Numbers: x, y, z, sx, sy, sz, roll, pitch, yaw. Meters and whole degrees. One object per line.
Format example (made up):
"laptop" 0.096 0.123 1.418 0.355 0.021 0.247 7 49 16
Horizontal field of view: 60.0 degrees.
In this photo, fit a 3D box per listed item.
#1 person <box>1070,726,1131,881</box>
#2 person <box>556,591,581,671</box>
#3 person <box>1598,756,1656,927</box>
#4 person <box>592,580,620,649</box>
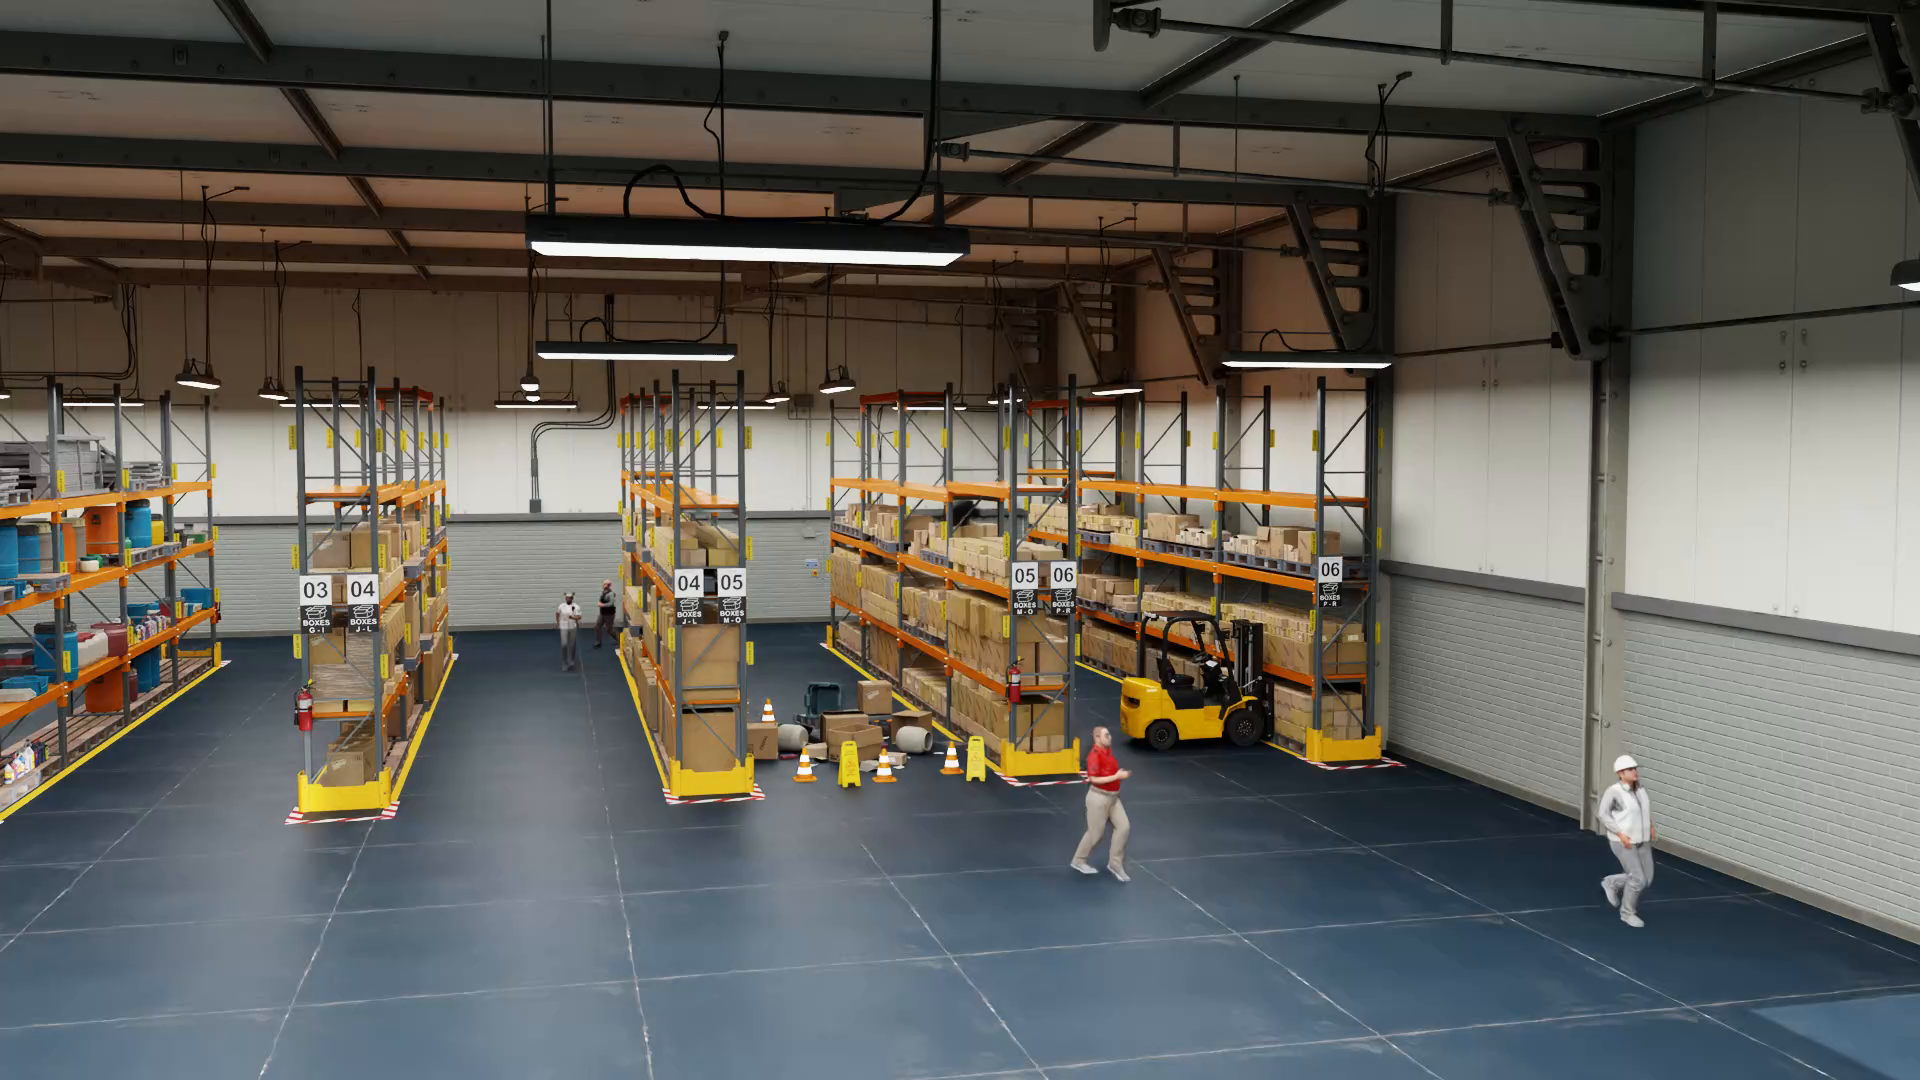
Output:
"person" 1.633 3.018 18.953 0.748 1.794 0.640 2 4 30
"person" -8.576 1.983 36.451 0.546 1.757 0.772 -1 4 -15
"person" 6.931 3.108 17.334 0.660 1.746 0.578 -2 4 -28
"person" -8.412 1.903 39.966 0.770 1.575 0.743 -2 4 -33
